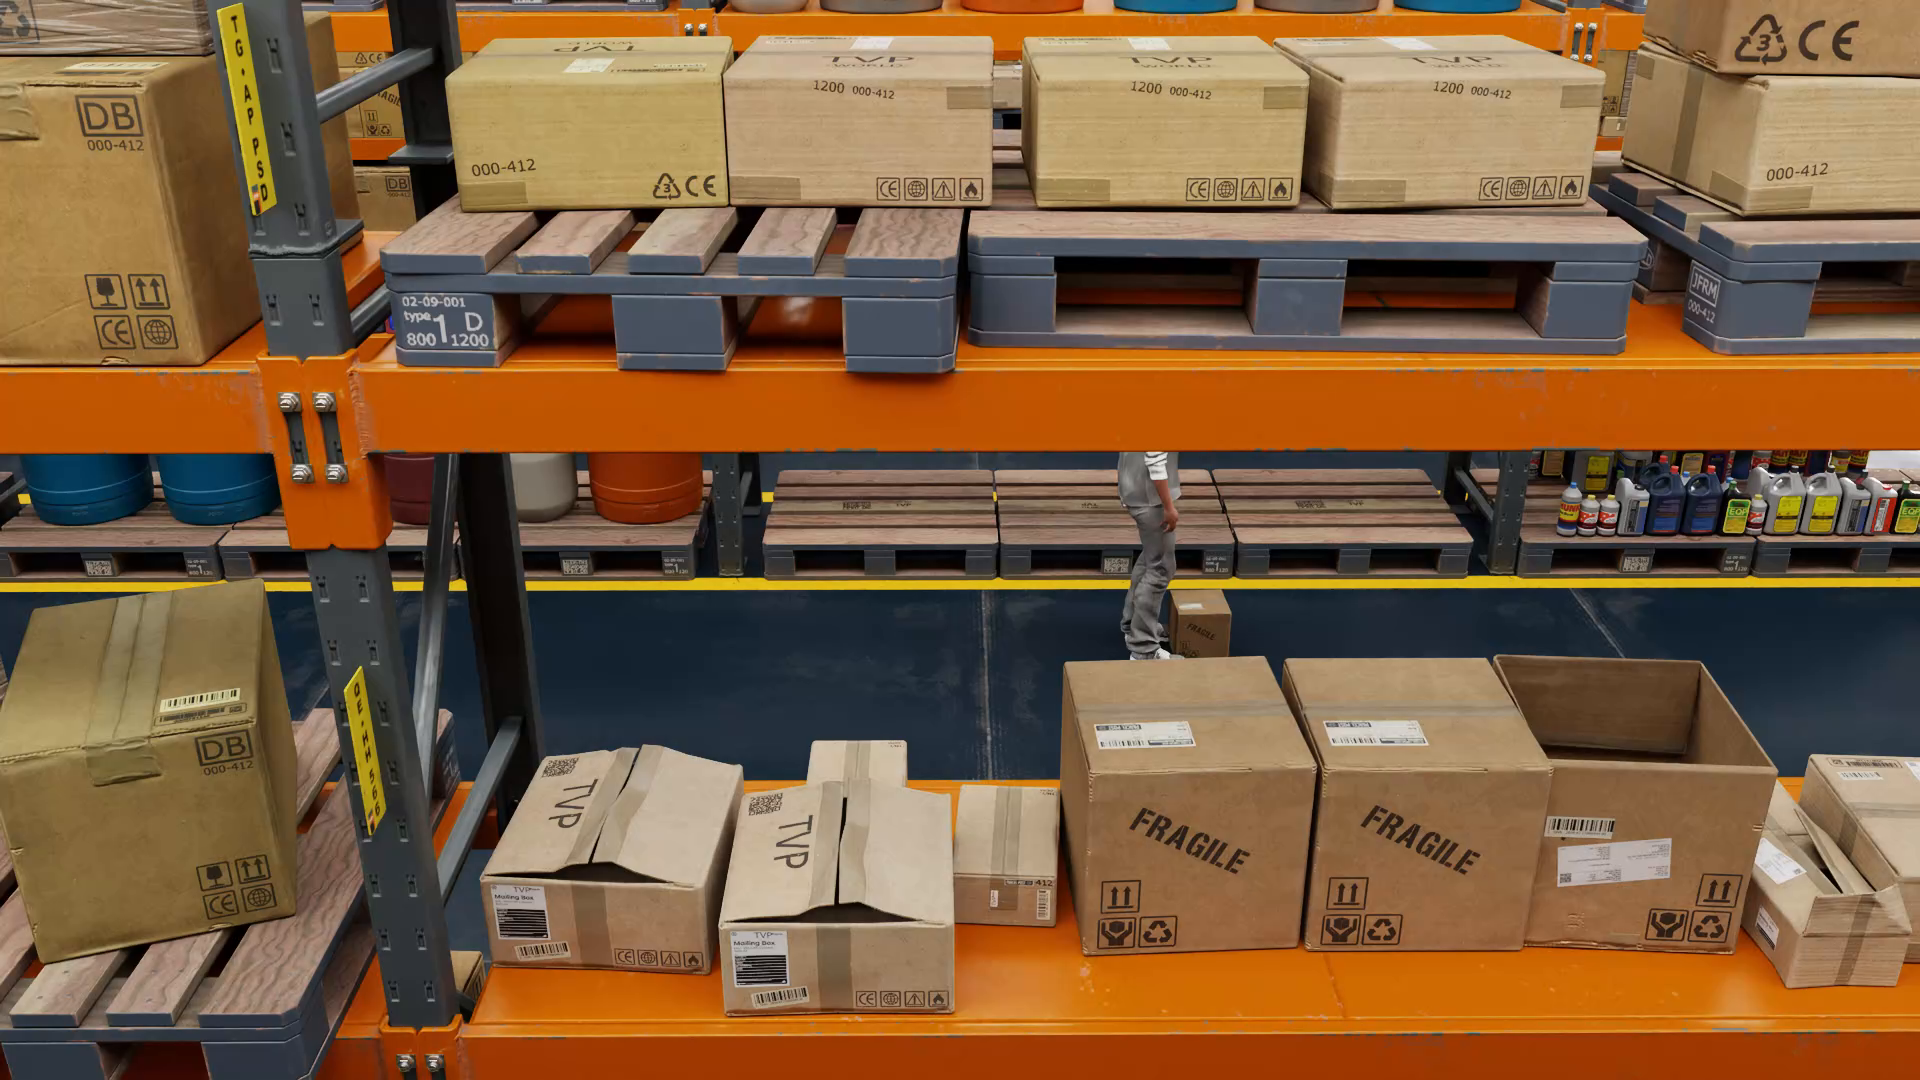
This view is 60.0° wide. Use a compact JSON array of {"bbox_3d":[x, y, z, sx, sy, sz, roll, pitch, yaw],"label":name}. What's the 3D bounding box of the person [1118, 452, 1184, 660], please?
[{"bbox_3d":[0.891,-0.204,7.566,0.343,1.593,0.461,0,24,0],"label":"person"}]
